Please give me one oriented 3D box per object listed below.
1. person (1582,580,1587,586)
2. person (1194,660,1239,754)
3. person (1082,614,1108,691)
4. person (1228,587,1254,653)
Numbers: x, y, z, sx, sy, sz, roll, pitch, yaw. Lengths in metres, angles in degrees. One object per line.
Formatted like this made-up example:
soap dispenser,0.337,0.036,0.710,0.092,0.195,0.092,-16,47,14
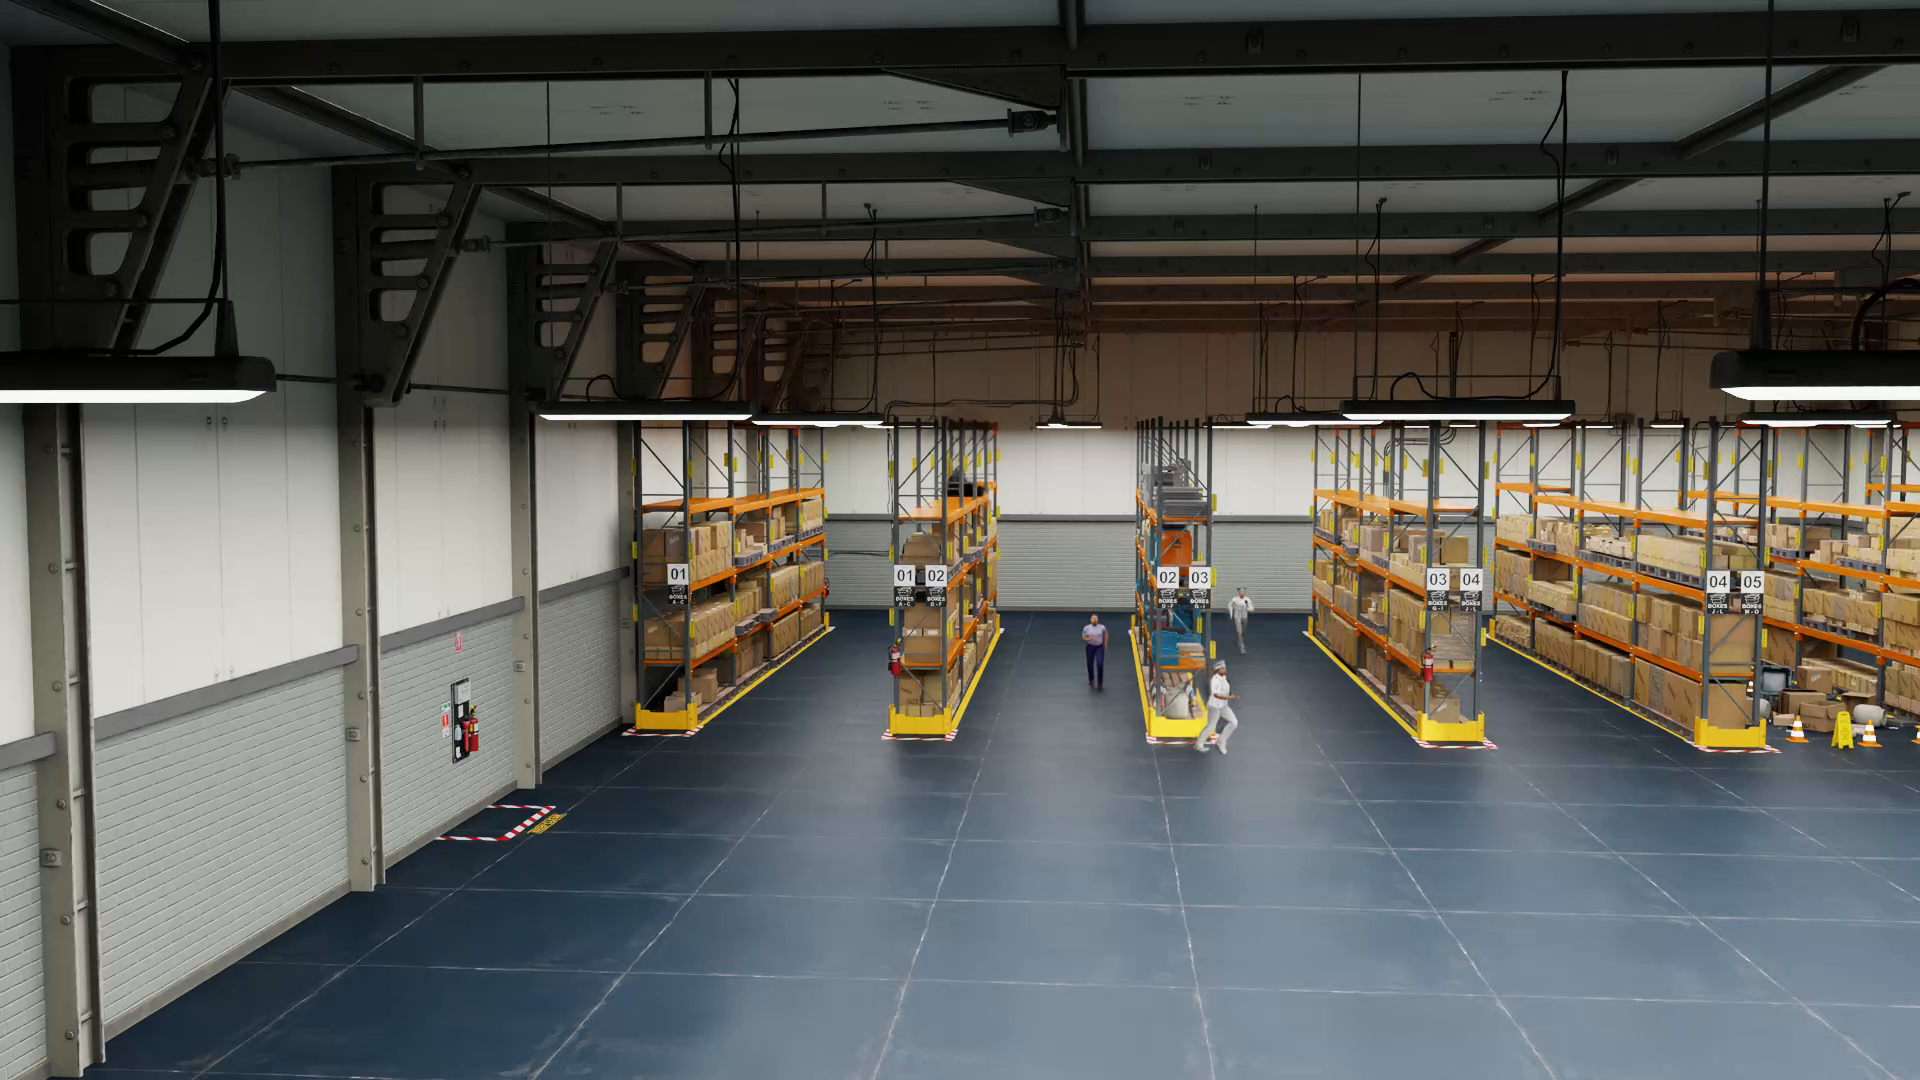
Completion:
person,16.626,1.942,44.368,0.684,1.763,0.766,0,4,7
person,4.596,2.952,29.457,0.830,1.685,0.584,3,5,38
person,3.000,2.497,36.973,0.576,1.687,0.764,0,4,6
person,7.289,2.038,43.079,0.608,1.684,0.942,0,4,-3
